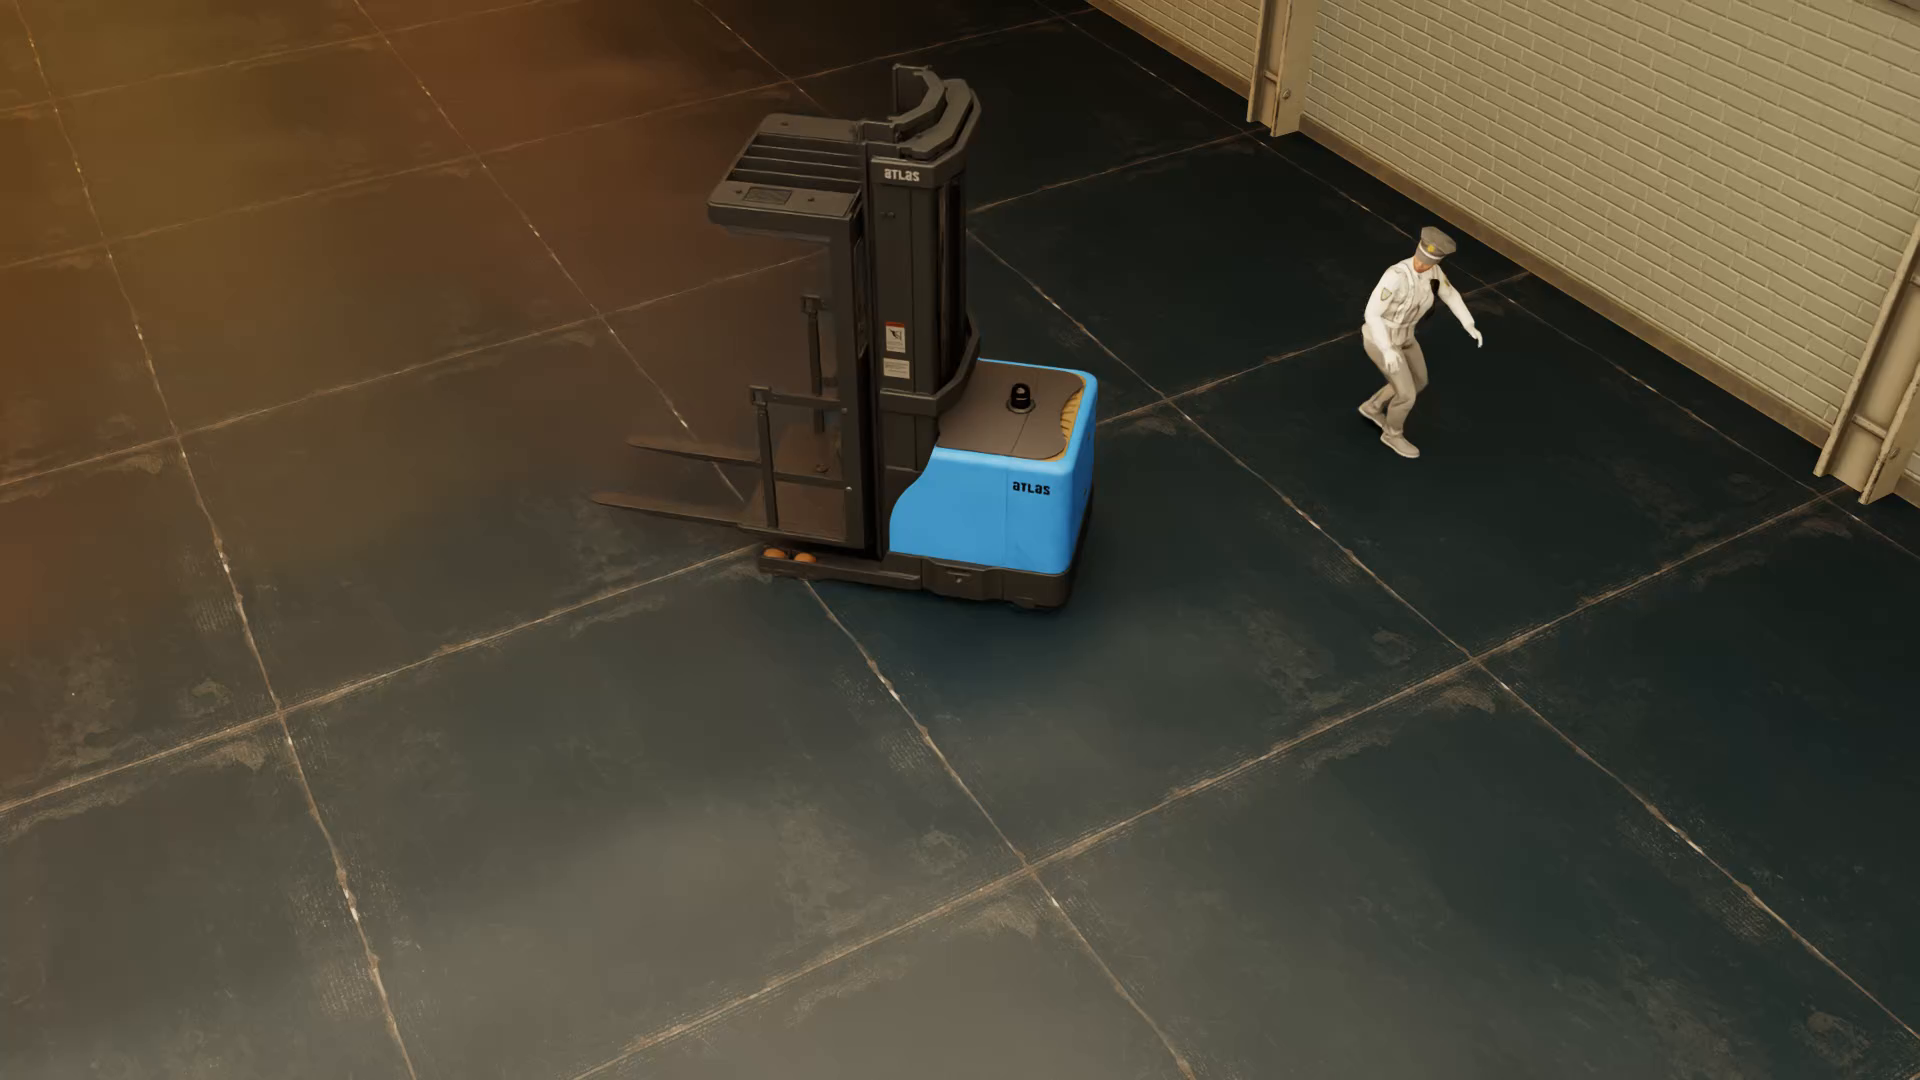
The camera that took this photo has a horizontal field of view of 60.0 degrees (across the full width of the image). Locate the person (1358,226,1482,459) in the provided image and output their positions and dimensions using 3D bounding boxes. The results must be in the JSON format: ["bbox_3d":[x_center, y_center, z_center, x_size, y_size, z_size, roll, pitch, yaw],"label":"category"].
[{"bbox_3d":[2.902,-1.233,10.583,0.690,1.579,0.761,31,49,32],"label":"person"}]

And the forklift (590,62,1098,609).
[{"bbox_3d":[-0.744,-1.204,9.488,3.031,2.935,1.130,8,40,10],"label":"forklift"}]
